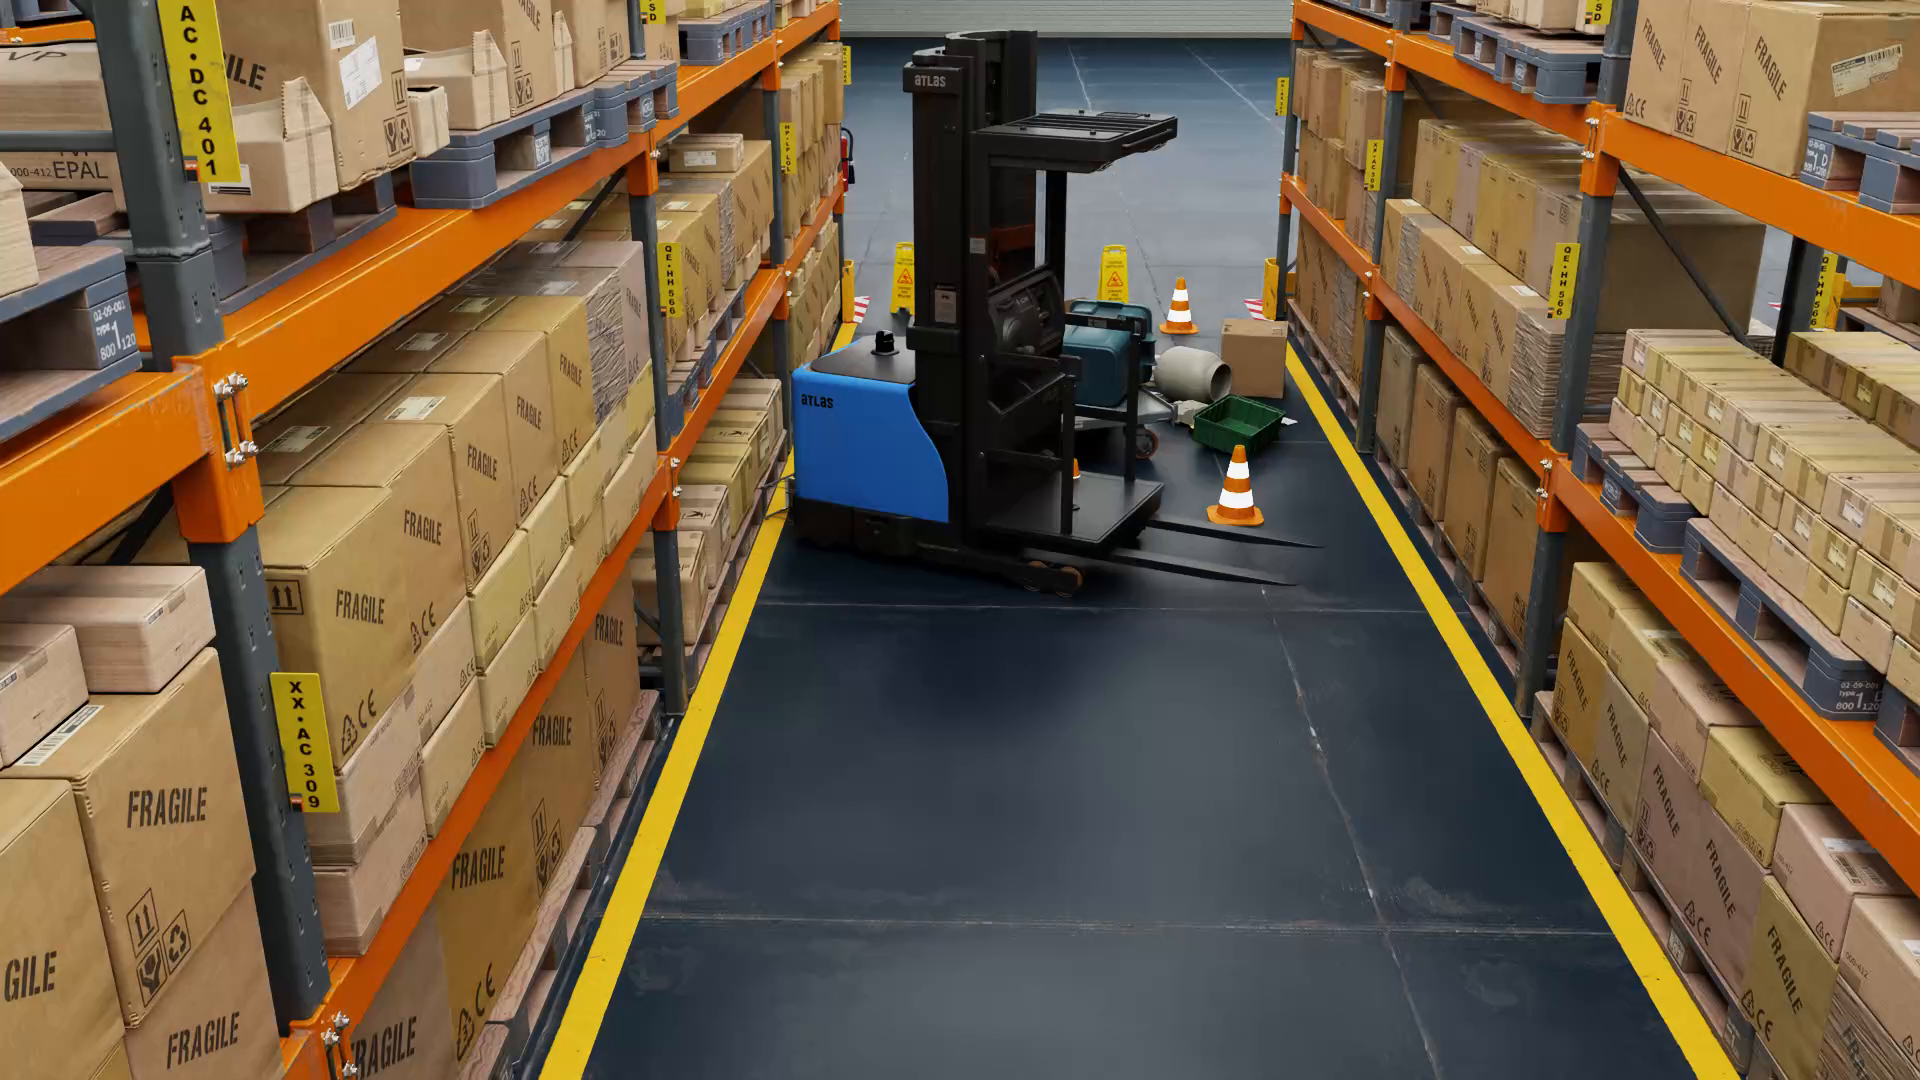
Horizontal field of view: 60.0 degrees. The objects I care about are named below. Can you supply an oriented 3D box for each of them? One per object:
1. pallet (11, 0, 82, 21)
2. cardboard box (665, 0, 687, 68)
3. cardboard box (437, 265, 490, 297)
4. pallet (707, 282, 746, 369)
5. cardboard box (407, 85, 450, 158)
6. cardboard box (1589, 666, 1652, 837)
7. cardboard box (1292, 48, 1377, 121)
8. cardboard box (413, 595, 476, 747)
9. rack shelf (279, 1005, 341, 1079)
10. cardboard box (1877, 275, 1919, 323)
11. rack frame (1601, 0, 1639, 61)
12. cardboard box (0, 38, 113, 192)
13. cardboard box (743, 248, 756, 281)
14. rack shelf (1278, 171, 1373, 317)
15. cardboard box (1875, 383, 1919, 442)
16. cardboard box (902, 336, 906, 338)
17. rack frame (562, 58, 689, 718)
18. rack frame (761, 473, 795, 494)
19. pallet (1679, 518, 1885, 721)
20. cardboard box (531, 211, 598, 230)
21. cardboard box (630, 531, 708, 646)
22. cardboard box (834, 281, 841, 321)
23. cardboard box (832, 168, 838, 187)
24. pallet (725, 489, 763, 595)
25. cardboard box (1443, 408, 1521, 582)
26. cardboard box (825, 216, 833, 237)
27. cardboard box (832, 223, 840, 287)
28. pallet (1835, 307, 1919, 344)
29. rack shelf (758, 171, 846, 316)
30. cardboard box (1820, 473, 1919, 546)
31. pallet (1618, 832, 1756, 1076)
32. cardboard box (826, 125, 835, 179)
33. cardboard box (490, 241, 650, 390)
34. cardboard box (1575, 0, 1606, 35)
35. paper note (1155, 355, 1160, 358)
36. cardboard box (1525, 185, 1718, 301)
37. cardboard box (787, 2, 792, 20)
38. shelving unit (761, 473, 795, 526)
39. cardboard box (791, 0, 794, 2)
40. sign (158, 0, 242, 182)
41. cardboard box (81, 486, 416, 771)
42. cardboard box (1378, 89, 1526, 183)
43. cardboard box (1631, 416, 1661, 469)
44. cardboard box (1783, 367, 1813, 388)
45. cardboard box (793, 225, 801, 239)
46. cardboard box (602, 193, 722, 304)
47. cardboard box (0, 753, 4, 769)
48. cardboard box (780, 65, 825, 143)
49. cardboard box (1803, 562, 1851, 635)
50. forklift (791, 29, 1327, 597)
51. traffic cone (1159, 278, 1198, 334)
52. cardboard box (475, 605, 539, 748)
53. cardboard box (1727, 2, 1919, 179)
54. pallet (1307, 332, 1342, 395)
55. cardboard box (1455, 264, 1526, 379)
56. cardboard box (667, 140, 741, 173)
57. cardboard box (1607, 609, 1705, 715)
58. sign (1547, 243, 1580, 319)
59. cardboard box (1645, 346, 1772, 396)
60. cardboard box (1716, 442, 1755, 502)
[{"bbox_3d":[-6.642,-3.750,11.524,1.003,0.211,1.213,1,21,2],"label":"pallet"},{"bbox_3d":[-1.784,-2.583,8.251,0.797,0.503,0.637,1,21,2],"label":"cardboard box"},{"bbox_3d":[-2.067,-0.743,6.276,0.500,0.500,0.500,1,21,2],"label":"cardboard box"},{"bbox_3d":[-1.783,-1.212,9.271,1.003,0.211,1.213,1,21,2],"label":"pallet"},{"bbox_3d":[-1.536,-1.078,4.256,0.380,0.166,0.250,-1,21,-2],"label":"cardboard box"},{"bbox_3d":[2.860,0.837,6.600,0.500,0.500,0.500,1,21,2],"label":"cardboard box"},{"bbox_3d":[3.342,-3.899,14.232,0.875,0.550,0.550,1,21,2],"label":"cardboard box"},{"bbox_3d":[-1.641,0.353,4.488,0.500,0.250,0.500,1,21,2],"label":"cardboard box"},{"bbox_3d":[-1.985,1.920,1.929,1.077,0.370,4.000,1,21,2],"label":"rack shelf"},{"bbox_3d":[8.311,-2.173,14.359,0.500,0.500,0.500,5,22,12],"label":"cardboard box"},{"bbox_3d":[3.148,-3.364,6.259,1.000,3.000,0.127,1,21,2],"label":"rack frame"},{"bbox_3d":[-2.107,-1.012,3.887,0.500,0.311,0.500,1,21,2],"label":"cardboard box"},{"bbox_3d":[-1.422,-1.640,9.876,0.380,0.149,0.250,1,21,2],"label":"cardboard box"},{"bbox_3d":[3.331,-2.401,13.065,1.077,0.370,4.000,1,21,2],"label":"rack shelf"},{"bbox_3d":[3.570,-0.459,6.009,0.380,0.149,0.250,1,21,3],"label":"cardboard box"},{"bbox_3d":[-0.288,-1.240,12.529,0.500,0.500,0.500,18,27,38],"label":"cardboard box"},{"bbox_3d":[-1.802,-0.585,7.390,1.000,3.000,0.127,1,21,2],"label":"rack frame"},{"bbox_3d":[-0.888,-0.435,10.556,0.240,0.006,0.900,13,24,29],"label":"rack frame"},{"bbox_3d":[3.129,0.238,5.533,1.003,0.211,1.213,1,21,2],"label":"pallet"},{"bbox_3d":[-2.062,-1.321,8.156,0.500,0.500,0.500,0,21,1],"label":"cardboard box"},{"bbox_3d":[-1.775,0.240,8.316,0.950,0.372,0.625,-1,21,-2],"label":"cardboard box"},{"bbox_3d":[-1.315,-2.088,14.483,0.500,0.250,0.500,1,21,1],"label":"cardboard box"},{"bbox_3d":[-1.253,-3.130,14.297,0.380,0.149,0.250,0,21,1],"label":"cardboard box"},{"bbox_3d":[-1.737,-0.008,9.757,1.003,0.211,1.213,1,21,2],"label":"pallet"},{"bbox_3d":[3.280,-0.249,9.054,1.050,0.750,0.750,1,21,2],"label":"cardboard box"},{"bbox_3d":[-1.267,-2.617,13.915,0.380,0.149,0.250,1,21,3],"label":"cardboard box"},{"bbox_3d":[-1.323,-2.449,14.377,0.500,0.500,0.500,1,21,2],"label":"cardboard box"},{"bbox_3d":[8.284,-1.748,14.241,1.003,0.211,1.213,1,21,2],"label":"pallet"},{"bbox_3d":[-1.620,-2.419,13.111,1.077,0.370,4.000,1,21,2],"label":"rack shelf"},{"bbox_3d":[2.884,-0.095,5.072,0.380,0.149,0.250,0,21,-1],"label":"cardboard box"},{"bbox_3d":[3.083,1.455,5.986,1.003,0.211,1.213,1,21,2],"label":"pallet"},{"bbox_3d":[-1.320,-3.283,13.793,0.500,0.500,0.500,1,21,2],"label":"cardboard box"},{"bbox_3d":[-1.557,-0.908,6.702,0.500,0.500,0.500,0,21,0],"label":"cardboard box"},{"bbox_3d":[2.947,-2.318,7.314,0.380,0.166,0.250,1,21,2],"label":"cardboard box"},{"bbox_3d":[1.648,-1.541,13.962,0.144,0.017,0.142,8,23,20],"label":"paper note"},{"bbox_3d":[3.186,-1.425,8.034,0.700,0.500,0.500,0,21,1],"label":"cardboard box"},{"bbox_3d":[-1.399,-3.794,11.861,0.380,0.149,0.250,0,21,0],"label":"cardboard box"},{"bbox_3d":[-0.889,-0.339,10.591,0.258,0.210,0.900,13,24,29],"label":"shelving unit"},{"bbox_3d":[-1.387,-3.841,11.431,0.500,0.250,0.500,0,21,1],"label":"cardboard box"},{"bbox_3d":[-1.369,-0.810,2.998,0.100,0.325,0.005,1,21,2],"label":"sign"},{"bbox_3d":[-1.623,0.193,3.866,0.500,0.500,0.500,1,21,2],"label":"cardboard box"},{"bbox_3d":[3.316,-2.720,11.192,0.875,0.550,0.550,1,21,2],"label":"cardboard box"},{"bbox_3d":[2.925,-0.389,6.652,0.380,0.149,0.250,2,21,4],"label":"cardboard box"},{"bbox_3d":[3.589,-0.601,6.786,0.380,0.149,0.250,1,21,3],"label":"cardboard box"},{"bbox_3d":[-1.375,-2.302,12.162,0.380,0.149,0.250,1,21,3],"label":"cardboard box"},{"bbox_3d":[-1.539,-1.507,8.636,0.500,0.500,0.500,1,21,3],"label":"cardboard box"},{"bbox_3d":[-1.749,0.345,2.576,0.380,0.149,0.250,1,21,2],"label":"cardboard box"},{"bbox_3d":[-1.371,-3.205,12.211,0.700,0.500,0.500,0,21,0],"label":"cardboard box"},{"bbox_3d":[2.877,0.184,5.176,0.380,0.149,0.250,2,21,4],"label":"cardboard box"},{"bbox_3d":[0.560,-1.268,9.245,3.031,2.935,1.130,10,23,24],"label":"forklift"},{"bbox_3d":[1.956,-2.101,14.803,0.336,0.463,0.334,1,21,2],"label":"traffic cone"},{"bbox_3d":[-1.601,0.403,5.052,0.500,0.250,0.500,0,21,1],"label":"cardboard box"},{"bbox_3d":[2.847,-1.447,5.326,0.500,0.500,0.500,1,21,2],"label":"cardboard box"},{"bbox_3d":[3.406,-1.430,13.422,1.003,0.211,1.213,1,21,2],"label":"pallet"},{"bbox_3d":[2.926,-1.141,8.684,0.500,0.500,0.500,0,21,1],"label":"cardboard box"},{"bbox_3d":[-1.462,-2.197,9.517,0.380,0.149,0.250,0,21,-1],"label":"cardboard box"},{"bbox_3d":[2.870,0.483,6.476,0.500,0.250,0.500,0,21,1],"label":"cardboard box"},{"bbox_3d":[2.594,-1.112,7.147,0.100,0.325,0.005,1,21,2],"label":"sign"},{"bbox_3d":[2.935,-0.661,6.530,0.380,0.149,0.250,0,21,0],"label":"cardboard box"},{"bbox_3d":[2.906,-0.236,5.846,0.380,0.149,0.250,1,21,2],"label":"cardboard box"}]
